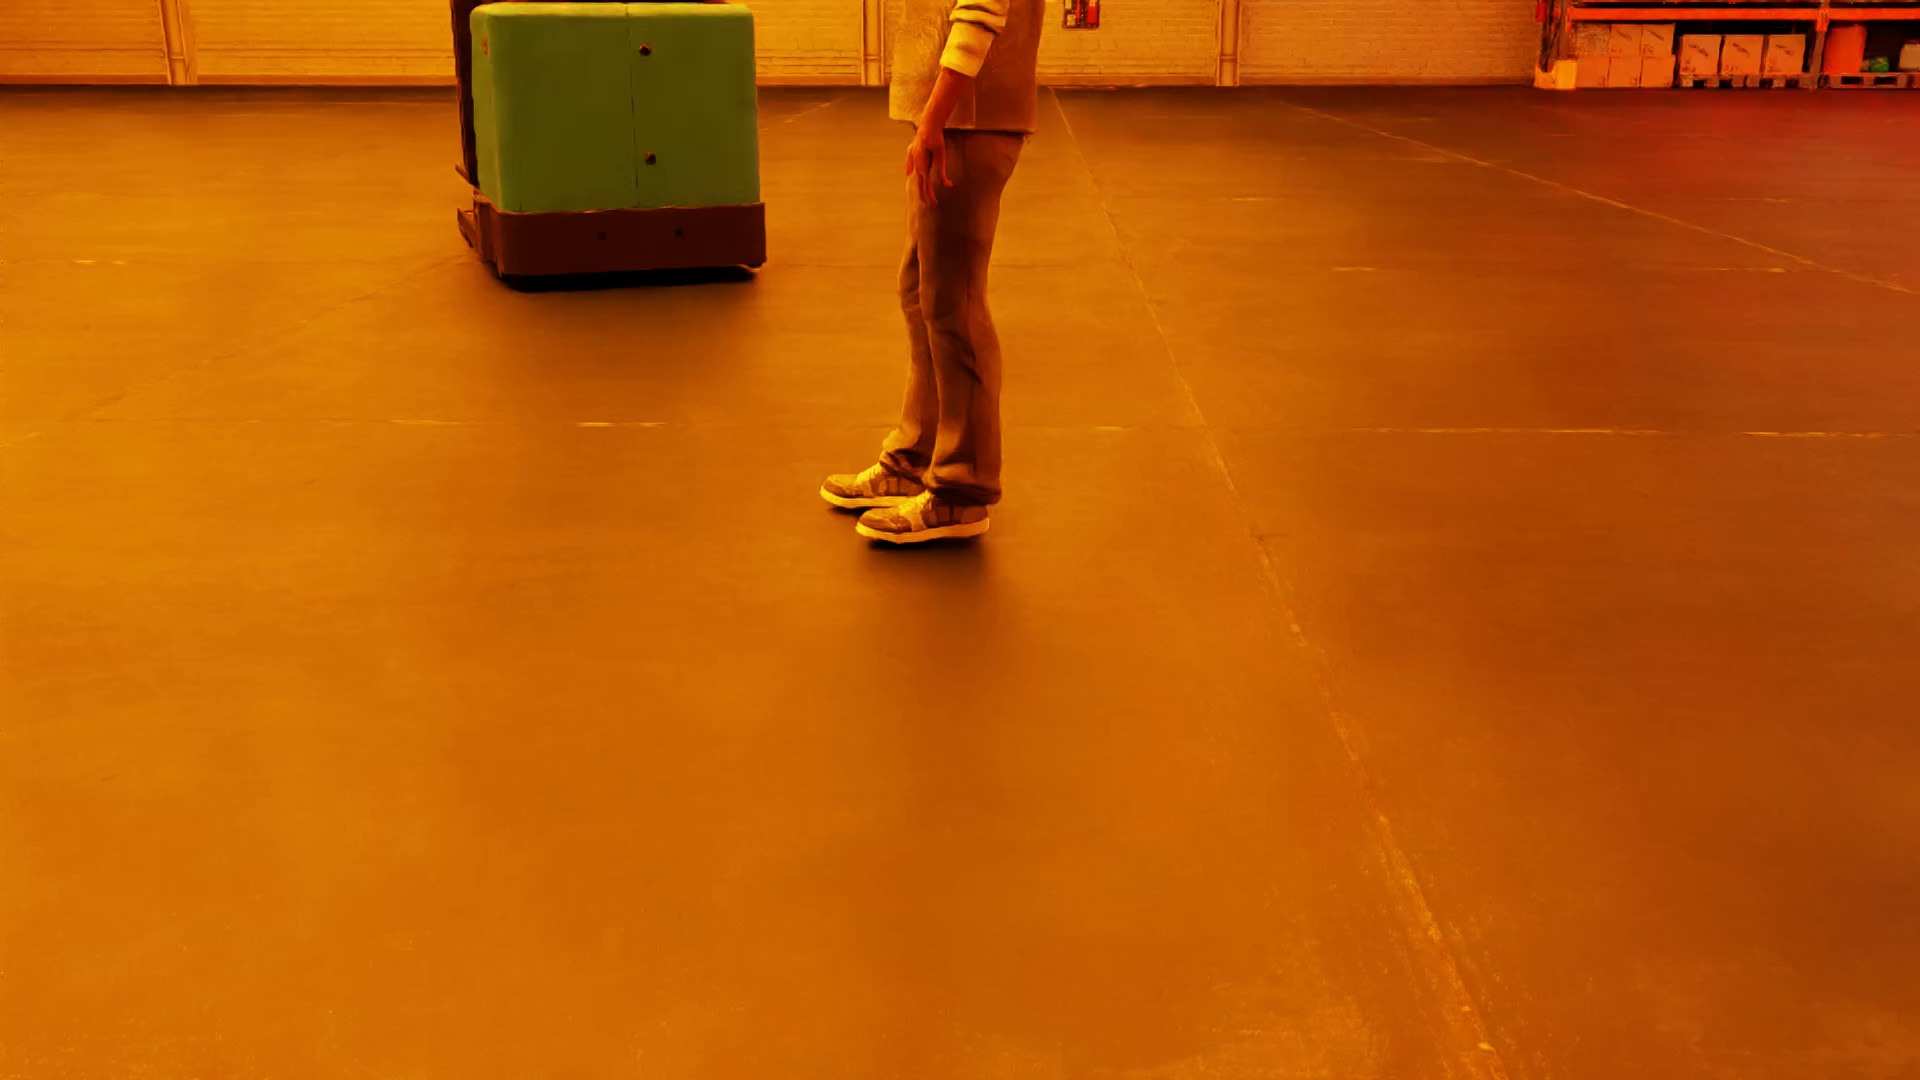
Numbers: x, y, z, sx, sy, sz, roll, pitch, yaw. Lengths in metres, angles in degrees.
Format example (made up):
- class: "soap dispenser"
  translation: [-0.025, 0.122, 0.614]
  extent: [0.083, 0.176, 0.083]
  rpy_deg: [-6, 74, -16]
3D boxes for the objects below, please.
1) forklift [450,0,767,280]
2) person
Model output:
- class: "forklift"
  translation: [-1.781, -2.819, 7.506]
  extent: [1.130, 2.935, 3.031]
  rpy_deg: [-6, 18, -19]
- class: "person"
  translation: [-0.074, -0.774, 3.148]
  extent: [0.474, 1.597, 0.521]
  rpy_deg: [1, 17, 2]
